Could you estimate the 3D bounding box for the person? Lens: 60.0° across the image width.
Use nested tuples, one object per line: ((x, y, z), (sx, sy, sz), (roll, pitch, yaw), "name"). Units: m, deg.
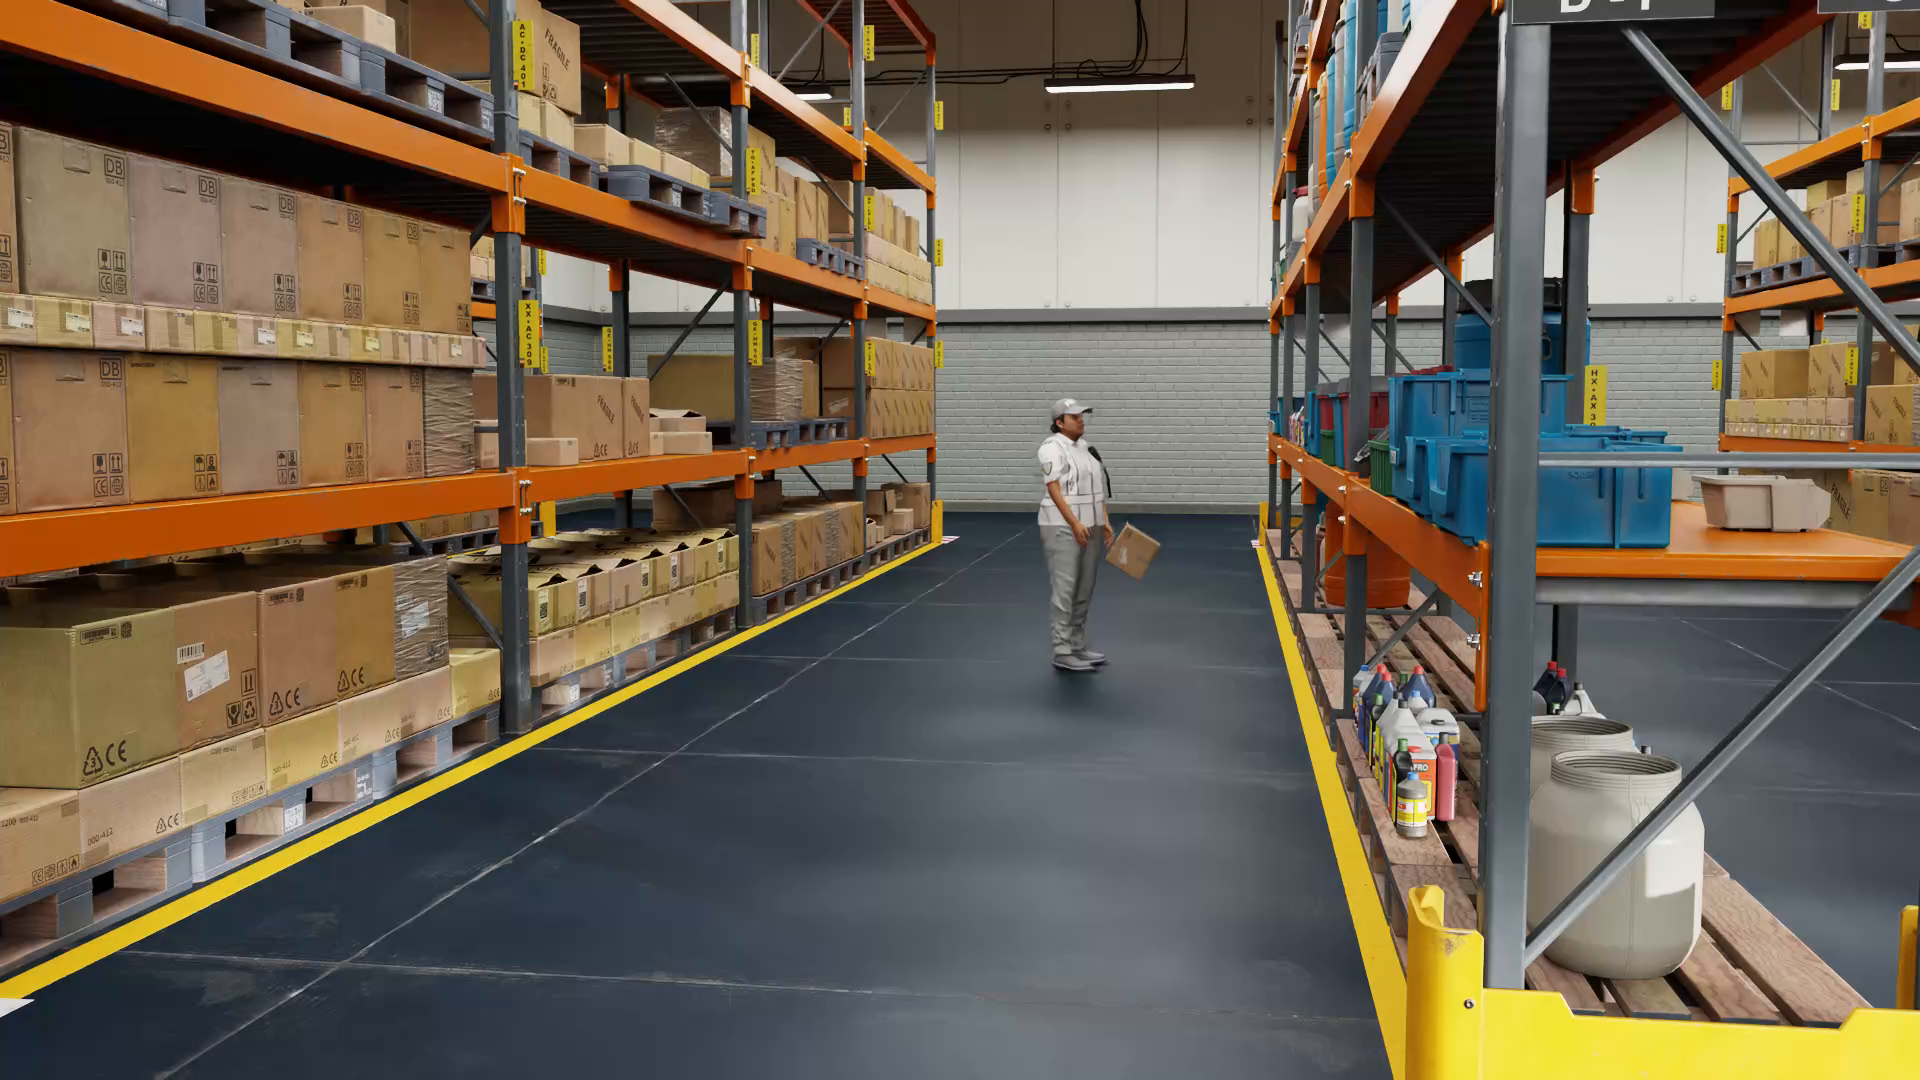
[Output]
((0.742, -0.049, 10.392), (0.447, 1.675, 0.483), (4, 6, 39), "person")
